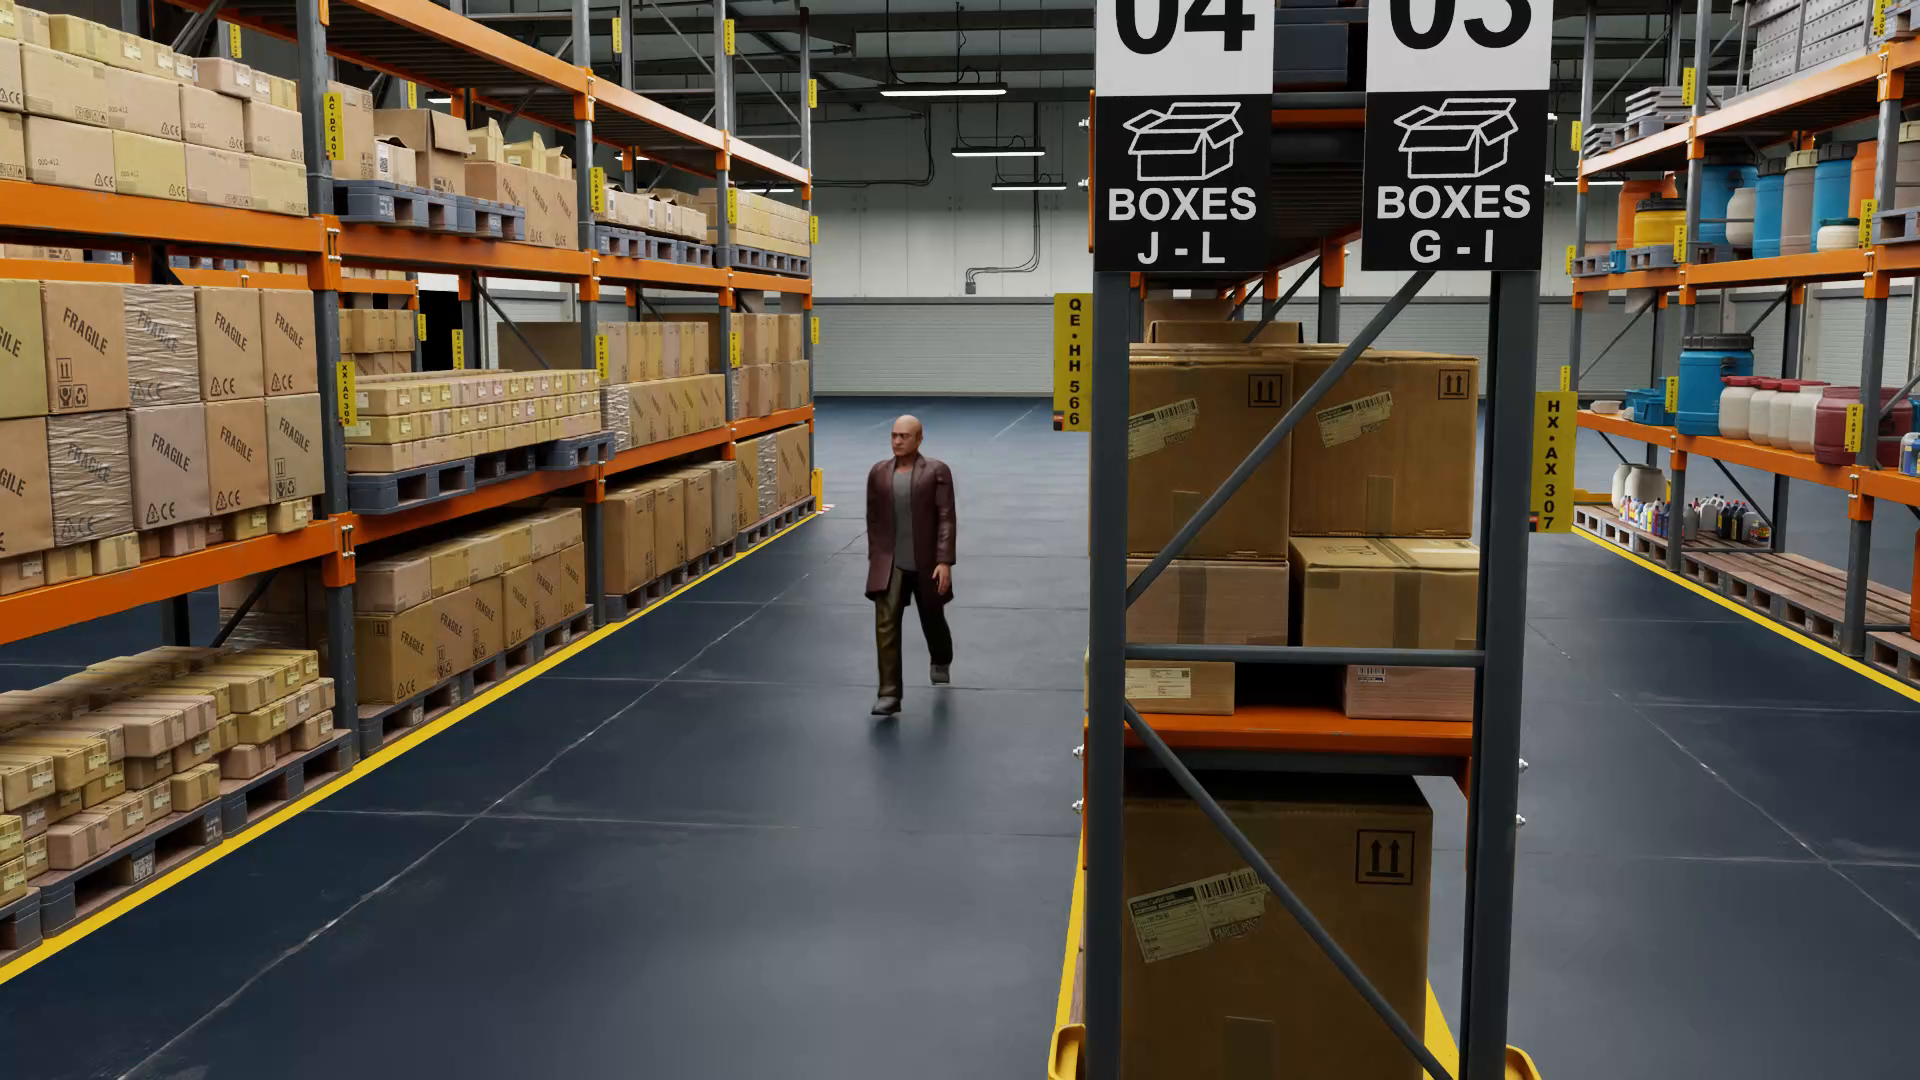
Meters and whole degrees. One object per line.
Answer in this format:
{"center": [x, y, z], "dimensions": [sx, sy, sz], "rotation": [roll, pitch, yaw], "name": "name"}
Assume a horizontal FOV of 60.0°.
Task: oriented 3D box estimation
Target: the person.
{"center": [-0.288, 0.122, 9.899], "dimensions": [0.576, 1.733, 1.132], "rotation": [1, 8, 9], "name": "person"}
